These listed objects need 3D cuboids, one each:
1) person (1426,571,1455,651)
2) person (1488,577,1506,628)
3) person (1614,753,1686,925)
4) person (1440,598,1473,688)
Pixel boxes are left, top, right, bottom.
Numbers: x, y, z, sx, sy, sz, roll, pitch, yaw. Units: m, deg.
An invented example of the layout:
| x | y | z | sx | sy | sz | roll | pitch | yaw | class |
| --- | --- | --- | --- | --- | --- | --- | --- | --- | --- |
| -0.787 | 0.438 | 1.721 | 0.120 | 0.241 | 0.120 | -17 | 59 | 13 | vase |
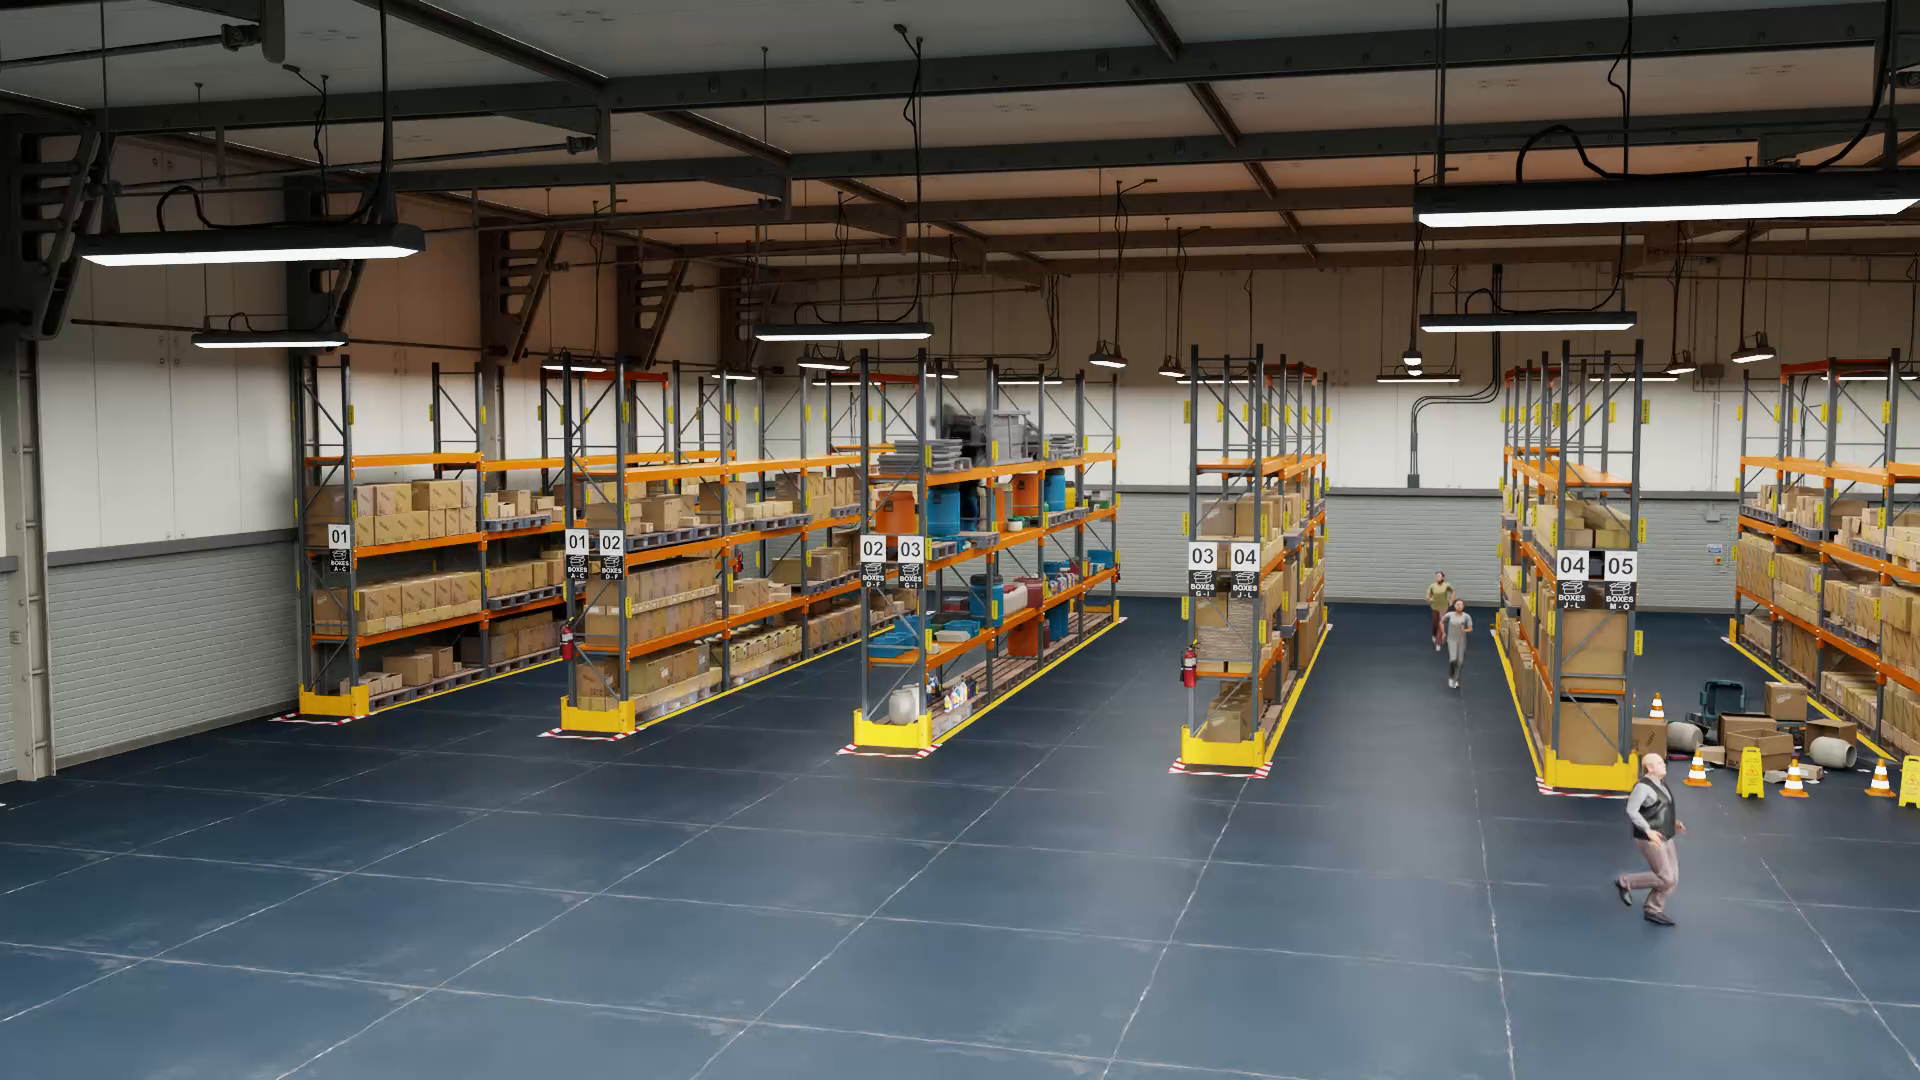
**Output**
| x | y | z | sx | sy | sz | roll | pitch | yaw | class |
| --- | --- | --- | --- | --- | --- | --- | --- | --- | --- |
| 10.299 | 1.507 | 35.685 | 0.586 | 1.658 | 0.950 | 2 | 5 | 23 | person |
| 12.884 | 1.200 | 38.979 | 0.897 | 1.751 | 0.743 | 1 | 4 | 10 | person |
| 6.824 | 2.939 | 16.444 | 0.586 | 1.681 | 0.669 | 4 | 6 | 44 | person |
| 9.085 | 1.883 | 30.402 | 0.552 | 1.639 | 0.613 | 1 | 4 | 7 | person |
